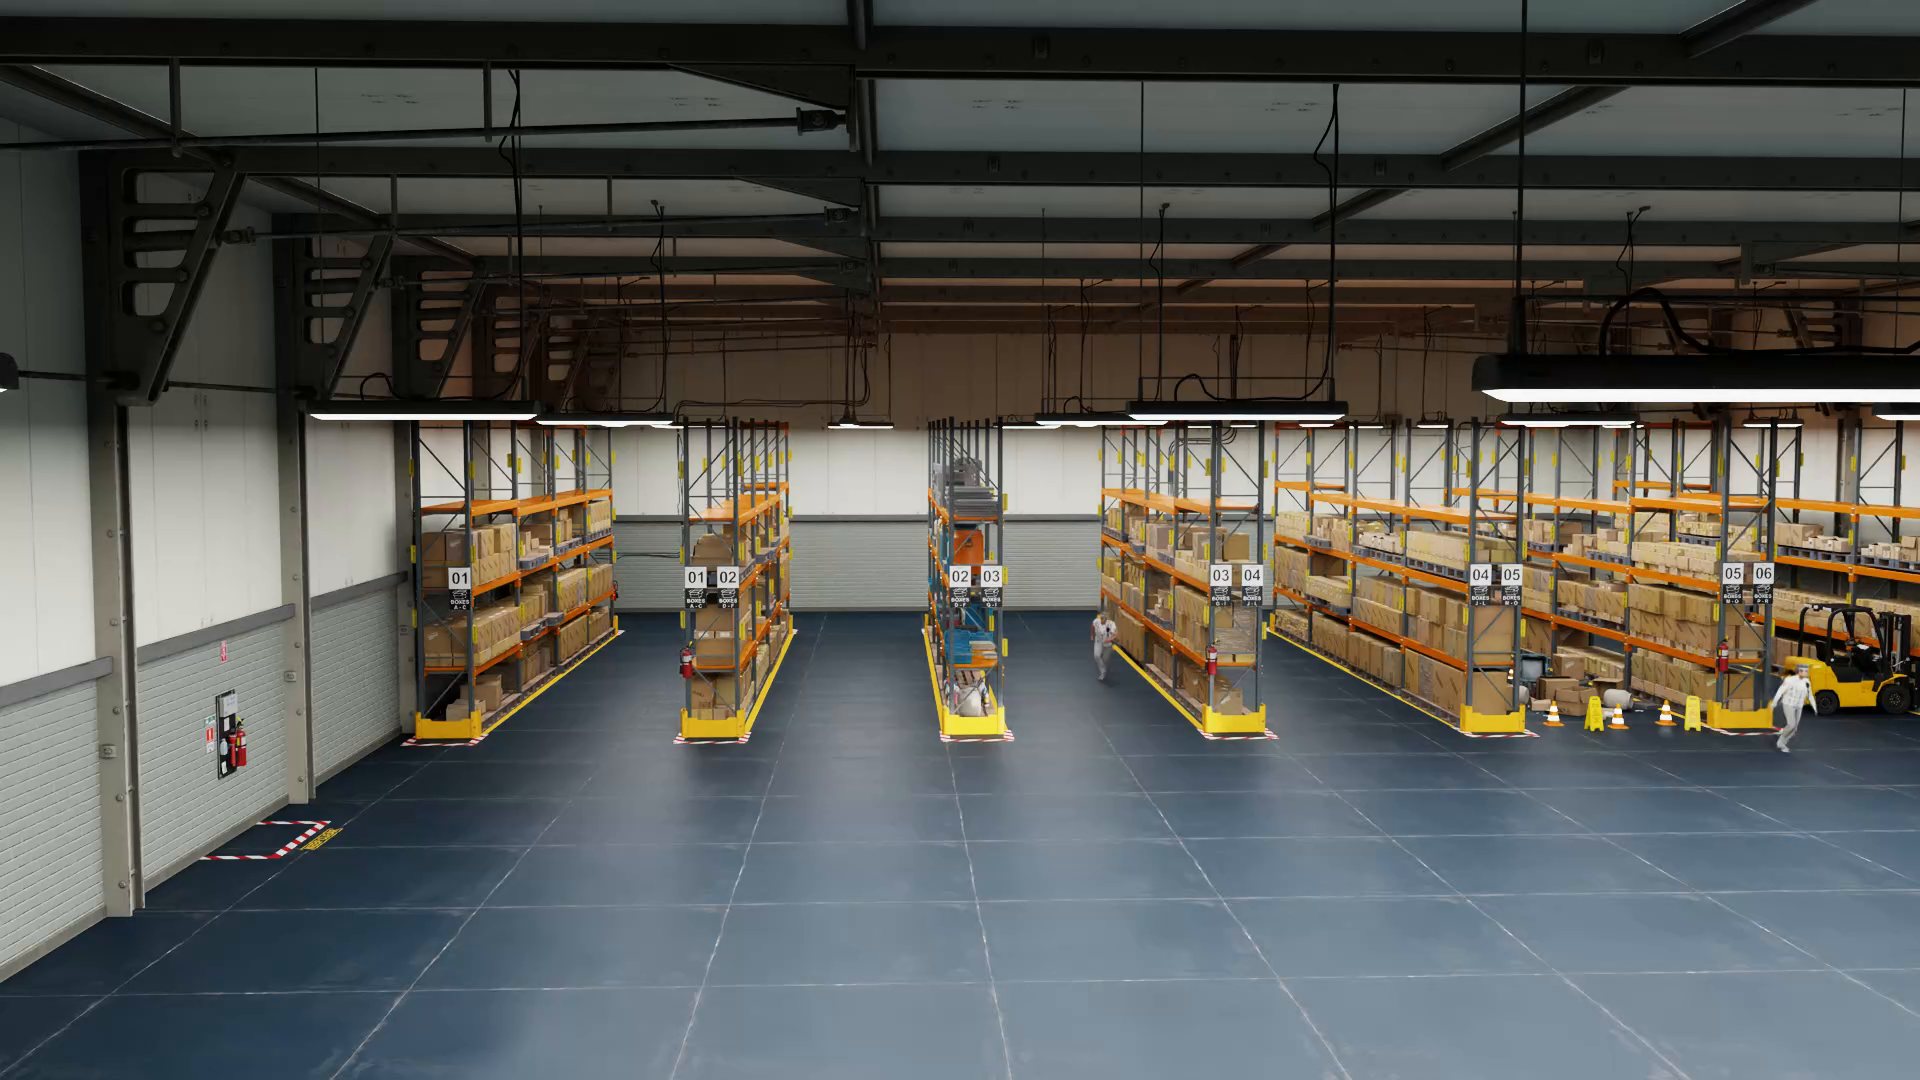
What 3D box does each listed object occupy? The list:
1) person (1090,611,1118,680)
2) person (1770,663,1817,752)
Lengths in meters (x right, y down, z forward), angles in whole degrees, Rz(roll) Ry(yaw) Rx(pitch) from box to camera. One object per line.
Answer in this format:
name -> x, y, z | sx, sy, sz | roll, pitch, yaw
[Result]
person -> 3.350, 2.406, 38.529 | 0.676, 1.590, 1.064 | 1, 4, 11
person -> 14.861, 2.984, 29.600 | 0.602, 1.621, 0.635 | -1, 4, -13
